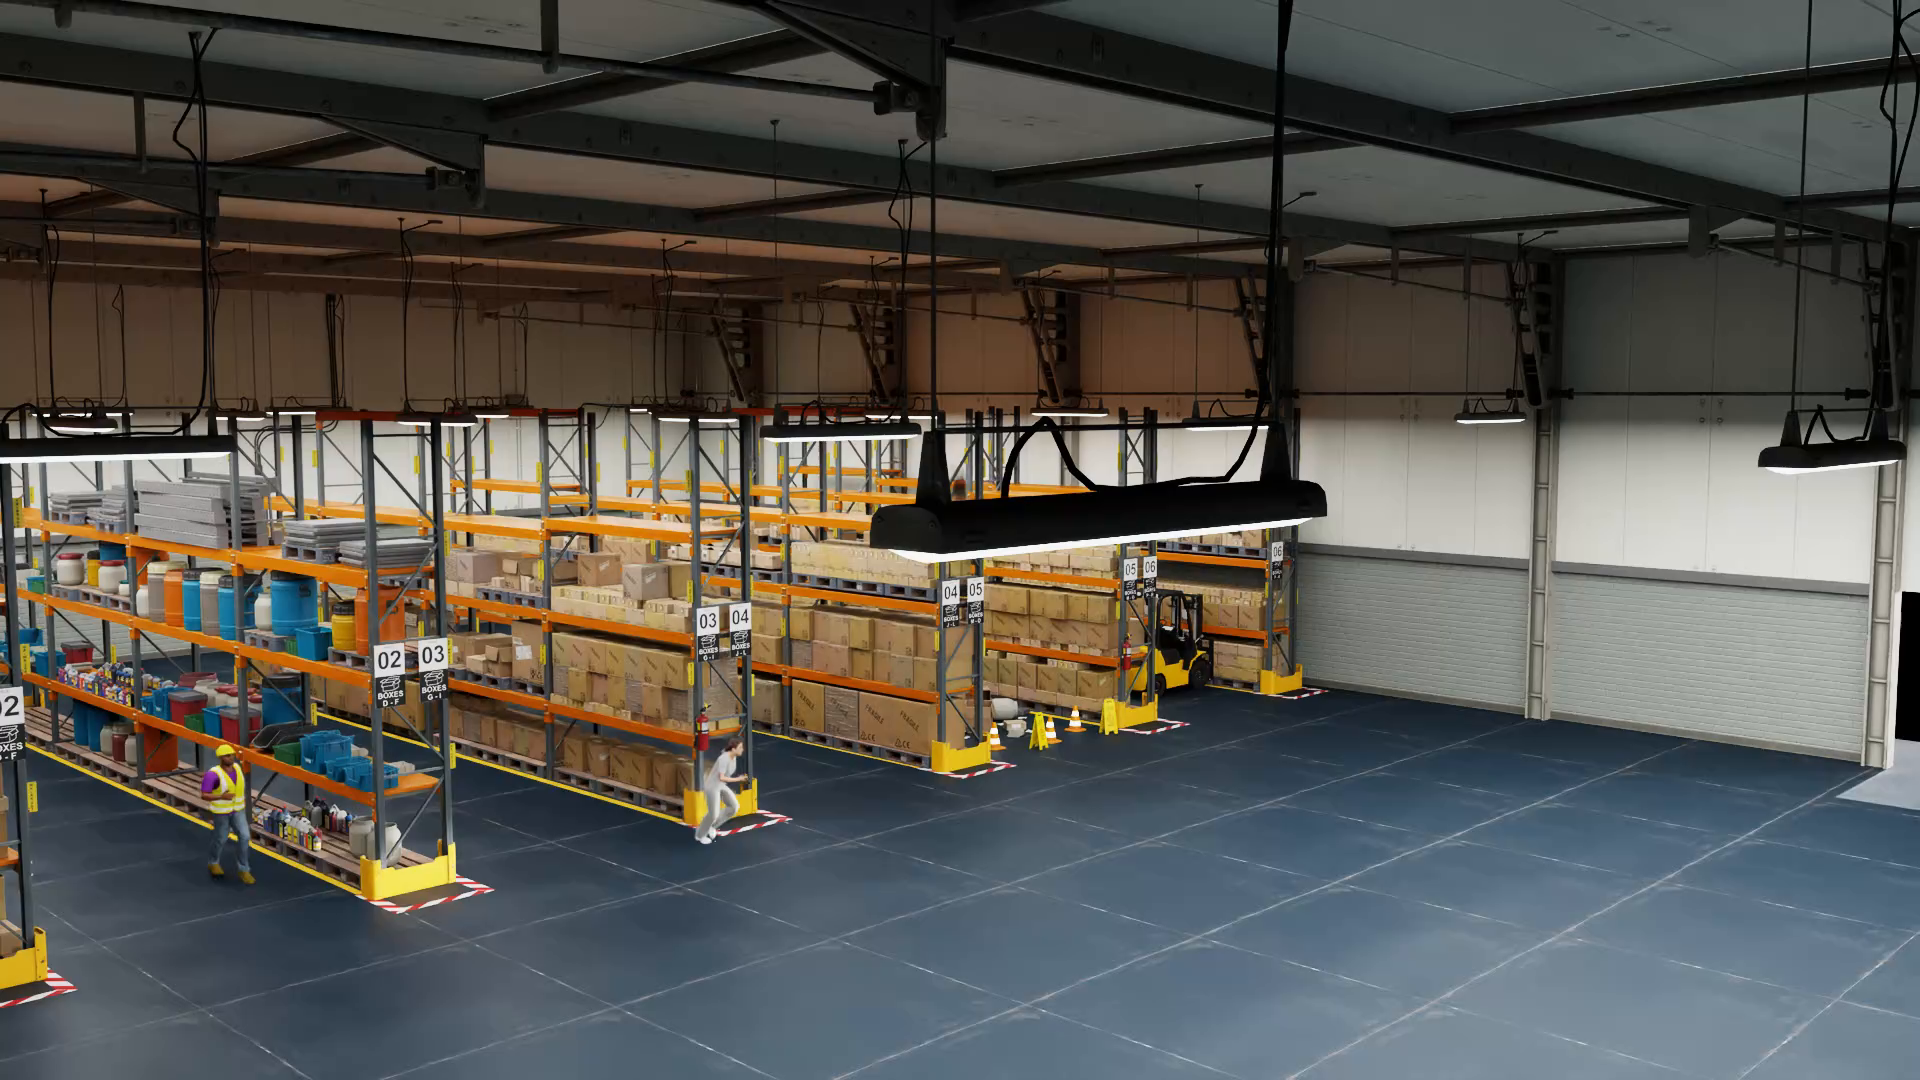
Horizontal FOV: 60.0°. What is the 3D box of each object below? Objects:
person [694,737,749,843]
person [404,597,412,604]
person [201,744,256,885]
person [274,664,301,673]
[{"bbox_3d":[-3.333,3.502,23.368,0.860,1.518,0.588,1,5,16],"label":"person"},{"bbox_3d":[-12.896,2.134,38.639,0.593,1.561,0.783,1,5,16],"label":"person"},{"bbox_3d":[-9.503,3.537,21.514,0.806,1.816,0.679,4,6,38],"label":"person"},{"bbox_3d":[-12.668,2.778,31.517,0.642,1.627,1.020,-4,7,-40],"label":"person"}]
